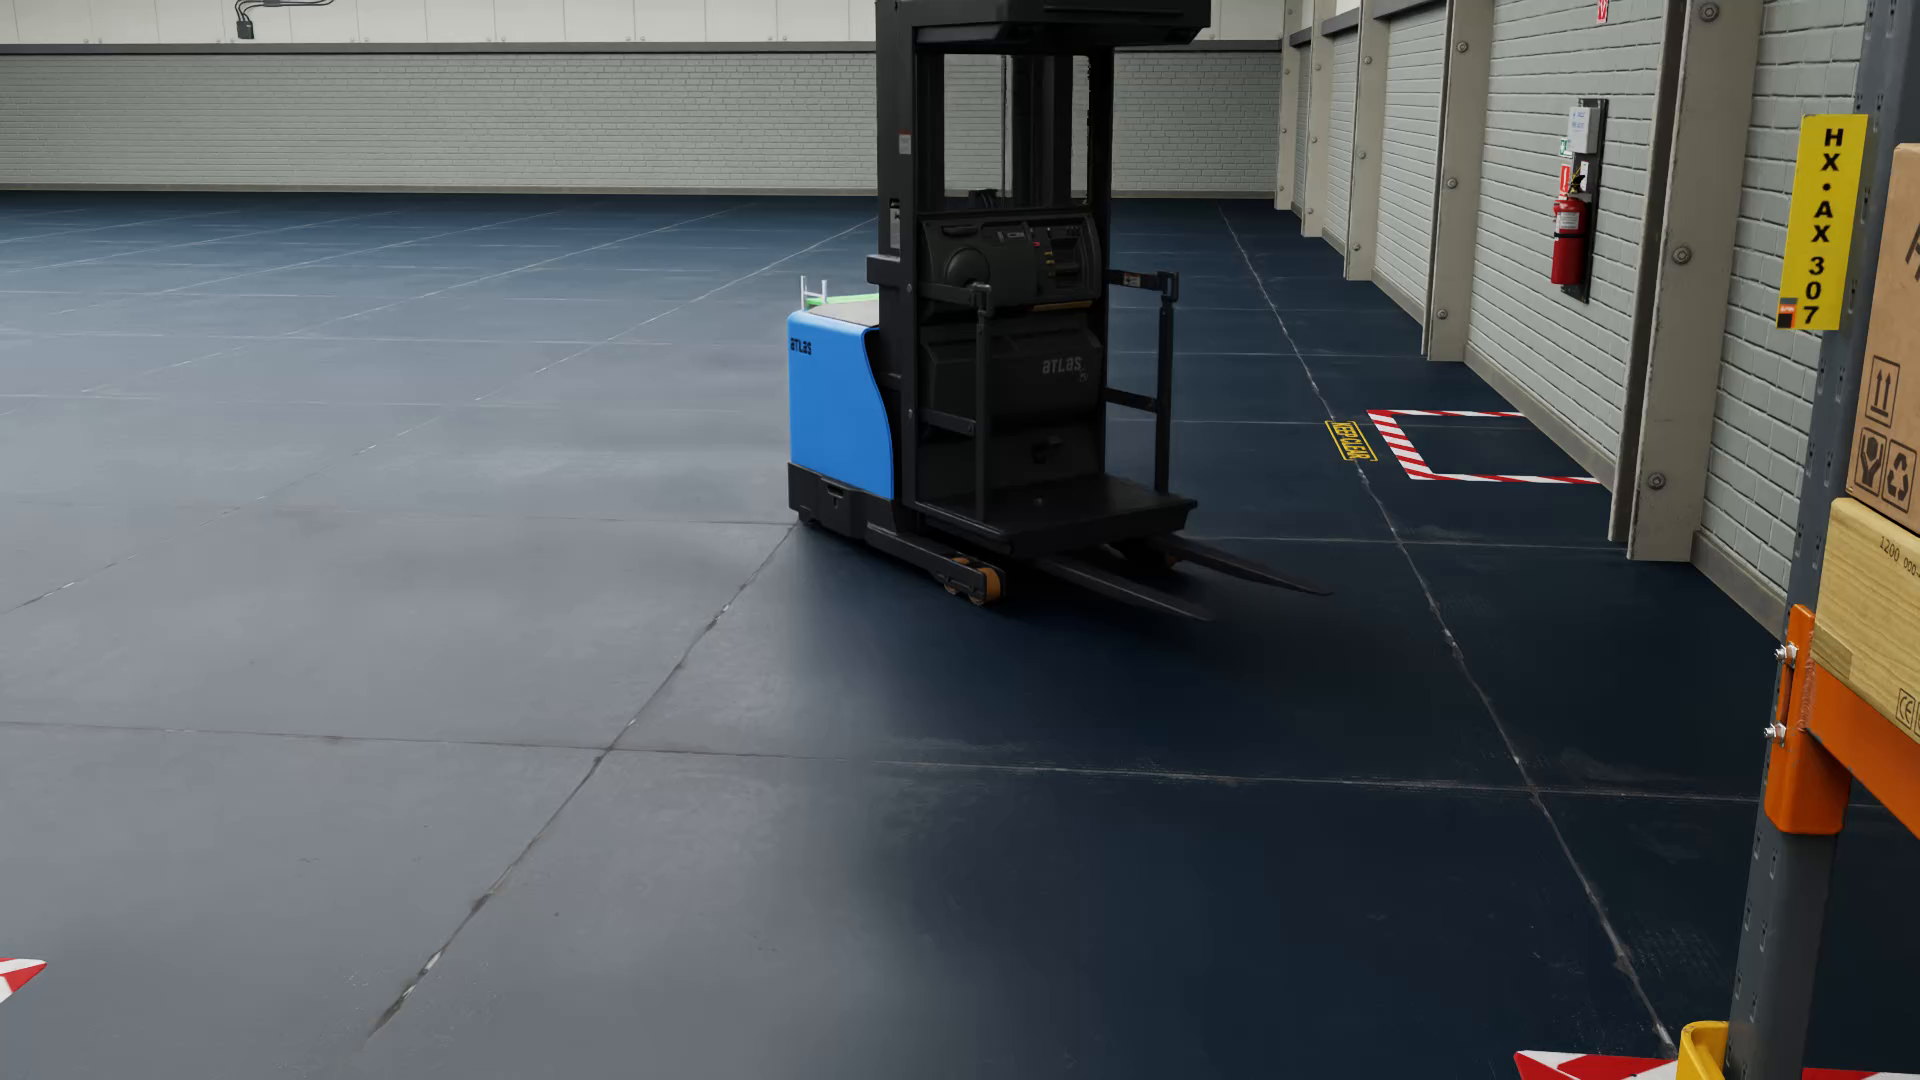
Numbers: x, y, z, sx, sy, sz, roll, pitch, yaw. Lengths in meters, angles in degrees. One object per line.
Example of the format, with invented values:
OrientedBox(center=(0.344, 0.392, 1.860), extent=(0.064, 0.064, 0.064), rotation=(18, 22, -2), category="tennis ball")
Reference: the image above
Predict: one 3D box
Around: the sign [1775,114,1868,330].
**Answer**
OrientedBox(center=(1.326, -0.486, 2.554), extent=(0.100, 0.325, 0.005), rotation=(2, 15, 6), category="sign")

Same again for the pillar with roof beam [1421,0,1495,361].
OrientedBox(center=(-0.278, -5.980, 13.038), extent=(9.100, 9.000, 0.400), rotation=(2, 15, 6), category="pillar with roof beam")

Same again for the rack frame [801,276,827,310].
OrientedBox(center=(-0.750, -0.765, 8.693), extent=(0.015, 1.200, 0.240), rotation=(-10, 18, -33), category="rack frame")

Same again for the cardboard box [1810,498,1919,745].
OrientedBox(center=(1.495, 0.128, 2.192), extent=(0.500, 0.250, 0.500), rotation=(1, 15, 5), category="cardboard box")

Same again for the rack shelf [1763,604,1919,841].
OrientedBox(center=(1.639, 0.814, 0.784), extent=(1.077, 0.370, 4.000), rotation=(2, 15, 6), category="rack shelf")

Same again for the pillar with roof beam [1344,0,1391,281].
OrientedBox(center=(0.399, -7.536, 18.793), extent=(9.100, 9.000, 0.400), rotation=(2, 15, 6), category="pillar with roof beam")

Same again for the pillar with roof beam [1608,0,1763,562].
OrientedBox(center=(-0.955, -4.424, 7.283), extent=(9.100, 9.000, 0.400), rotation=(2, 15, 6), category="pillar with roof beam")

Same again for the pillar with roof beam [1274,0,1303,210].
OrientedBox(center=(1.753, -10.649, 30.303), extent=(9.100, 9.000, 0.400), rotation=(2, 15, 6), category="pillar with roof beam")

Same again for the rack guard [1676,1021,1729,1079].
OrientedBox(center=(1.857, 1.174, 2.862), extent=(1.175, 0.500, 0.348), rotation=(2, 15, 6), category="rack guard")

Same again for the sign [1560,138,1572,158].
OrientedBox(center=(3.795, -2.454, 10.406), extent=(0.001, 0.109, 0.331), rotation=(2, 15, 6), category="sign")

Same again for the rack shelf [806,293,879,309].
OrientedBox(center=(-0.549, -1.203, 8.718), extent=(0.480, 0.148, 0.258), rotation=(-10, 18, -33), category="rack shelf")

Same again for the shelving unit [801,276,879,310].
OrientedBox(center=(-0.549, -0.801, 8.826), extent=(0.503, 1.200, 0.258), rotation=(-10, 18, -33), category="shelving unit")

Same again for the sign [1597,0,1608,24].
OrientedBox(center=(3.739, -3.159, 9.658), extent=(0.001, 0.298, 0.199), rotation=(2, 15, 6), category="sign")

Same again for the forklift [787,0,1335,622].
OrientedBox(center=(0.360, -1.274, 7.260), extent=(1.130, 2.935, 3.031), rotation=(-10, 18, -32), category="forklift")

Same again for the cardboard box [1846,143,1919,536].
OrientedBox(center=(1.513, -0.236, 2.102), extent=(0.500, 0.500, 0.500), rotation=(2, 15, 6), category="cardboard box")

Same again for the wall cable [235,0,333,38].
OrientedBox(center=(-14.191, -13.533, 34.454), extent=(2.305, 6.003, 0.169), rotation=(2, 15, 6), category="wall cable")

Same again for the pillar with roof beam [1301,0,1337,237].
OrientedBox(center=(1.076, -9.092, 24.548), extent=(9.100, 9.000, 0.400), rotation=(2, 15, 6), category="pillar with roof beam")

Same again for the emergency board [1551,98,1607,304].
OrientedBox(center=(3.639, -2.041, 9.964), extent=(0.194, 1.169, 0.643), rotation=(2, 15, 6), category="emergency board")

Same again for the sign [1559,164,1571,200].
OrientedBox(center=(3.804, -2.199, 10.478), extent=(0.001, 0.329, 0.234), rotation=(2, 15, 6), category="sign")
